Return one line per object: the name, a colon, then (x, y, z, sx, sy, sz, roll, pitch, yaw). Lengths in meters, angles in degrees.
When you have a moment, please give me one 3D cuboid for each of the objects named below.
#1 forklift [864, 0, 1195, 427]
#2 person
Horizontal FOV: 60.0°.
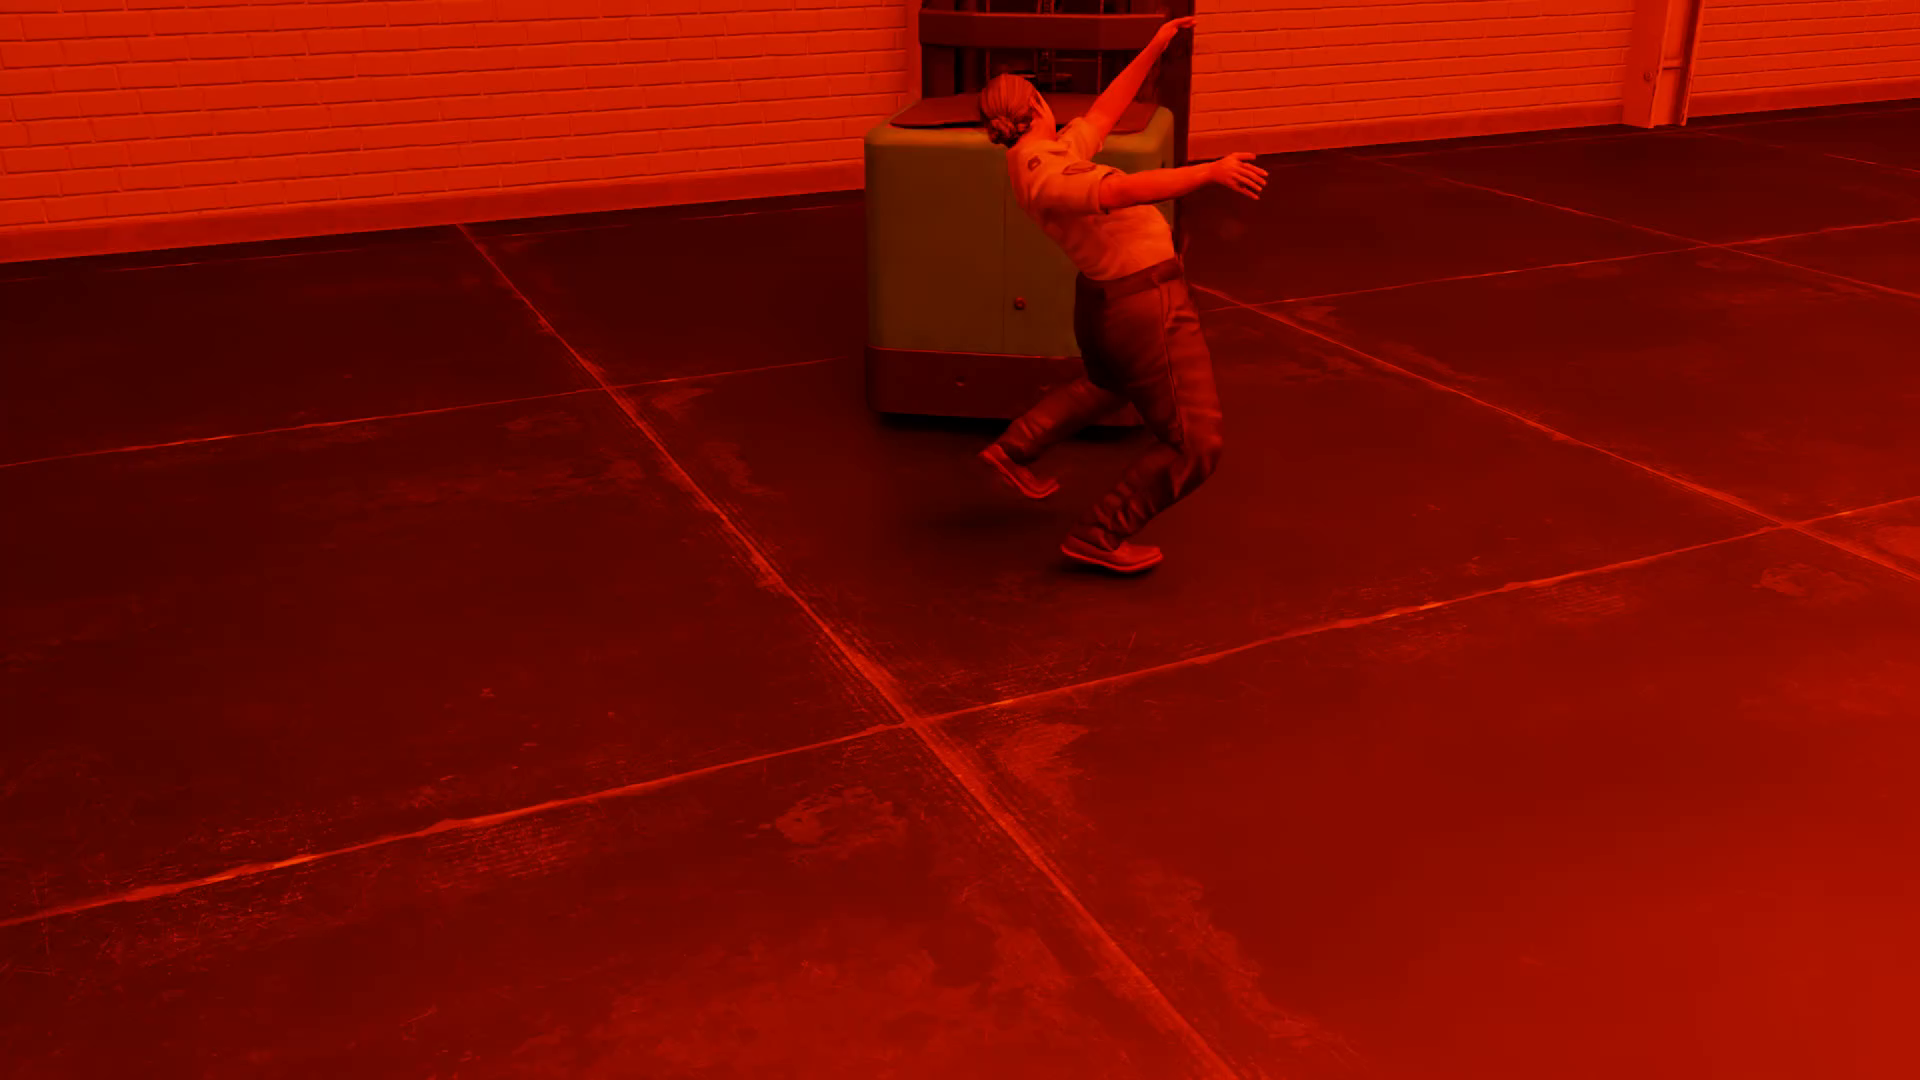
forklift: (0.433, -2.288, 6.795, 1.130, 2.935, 3.031, 4, 23, 10)
person: (0.436, -0.640, 4.648, 0.646, 1.515, 1.019, -7, 23, -16)
